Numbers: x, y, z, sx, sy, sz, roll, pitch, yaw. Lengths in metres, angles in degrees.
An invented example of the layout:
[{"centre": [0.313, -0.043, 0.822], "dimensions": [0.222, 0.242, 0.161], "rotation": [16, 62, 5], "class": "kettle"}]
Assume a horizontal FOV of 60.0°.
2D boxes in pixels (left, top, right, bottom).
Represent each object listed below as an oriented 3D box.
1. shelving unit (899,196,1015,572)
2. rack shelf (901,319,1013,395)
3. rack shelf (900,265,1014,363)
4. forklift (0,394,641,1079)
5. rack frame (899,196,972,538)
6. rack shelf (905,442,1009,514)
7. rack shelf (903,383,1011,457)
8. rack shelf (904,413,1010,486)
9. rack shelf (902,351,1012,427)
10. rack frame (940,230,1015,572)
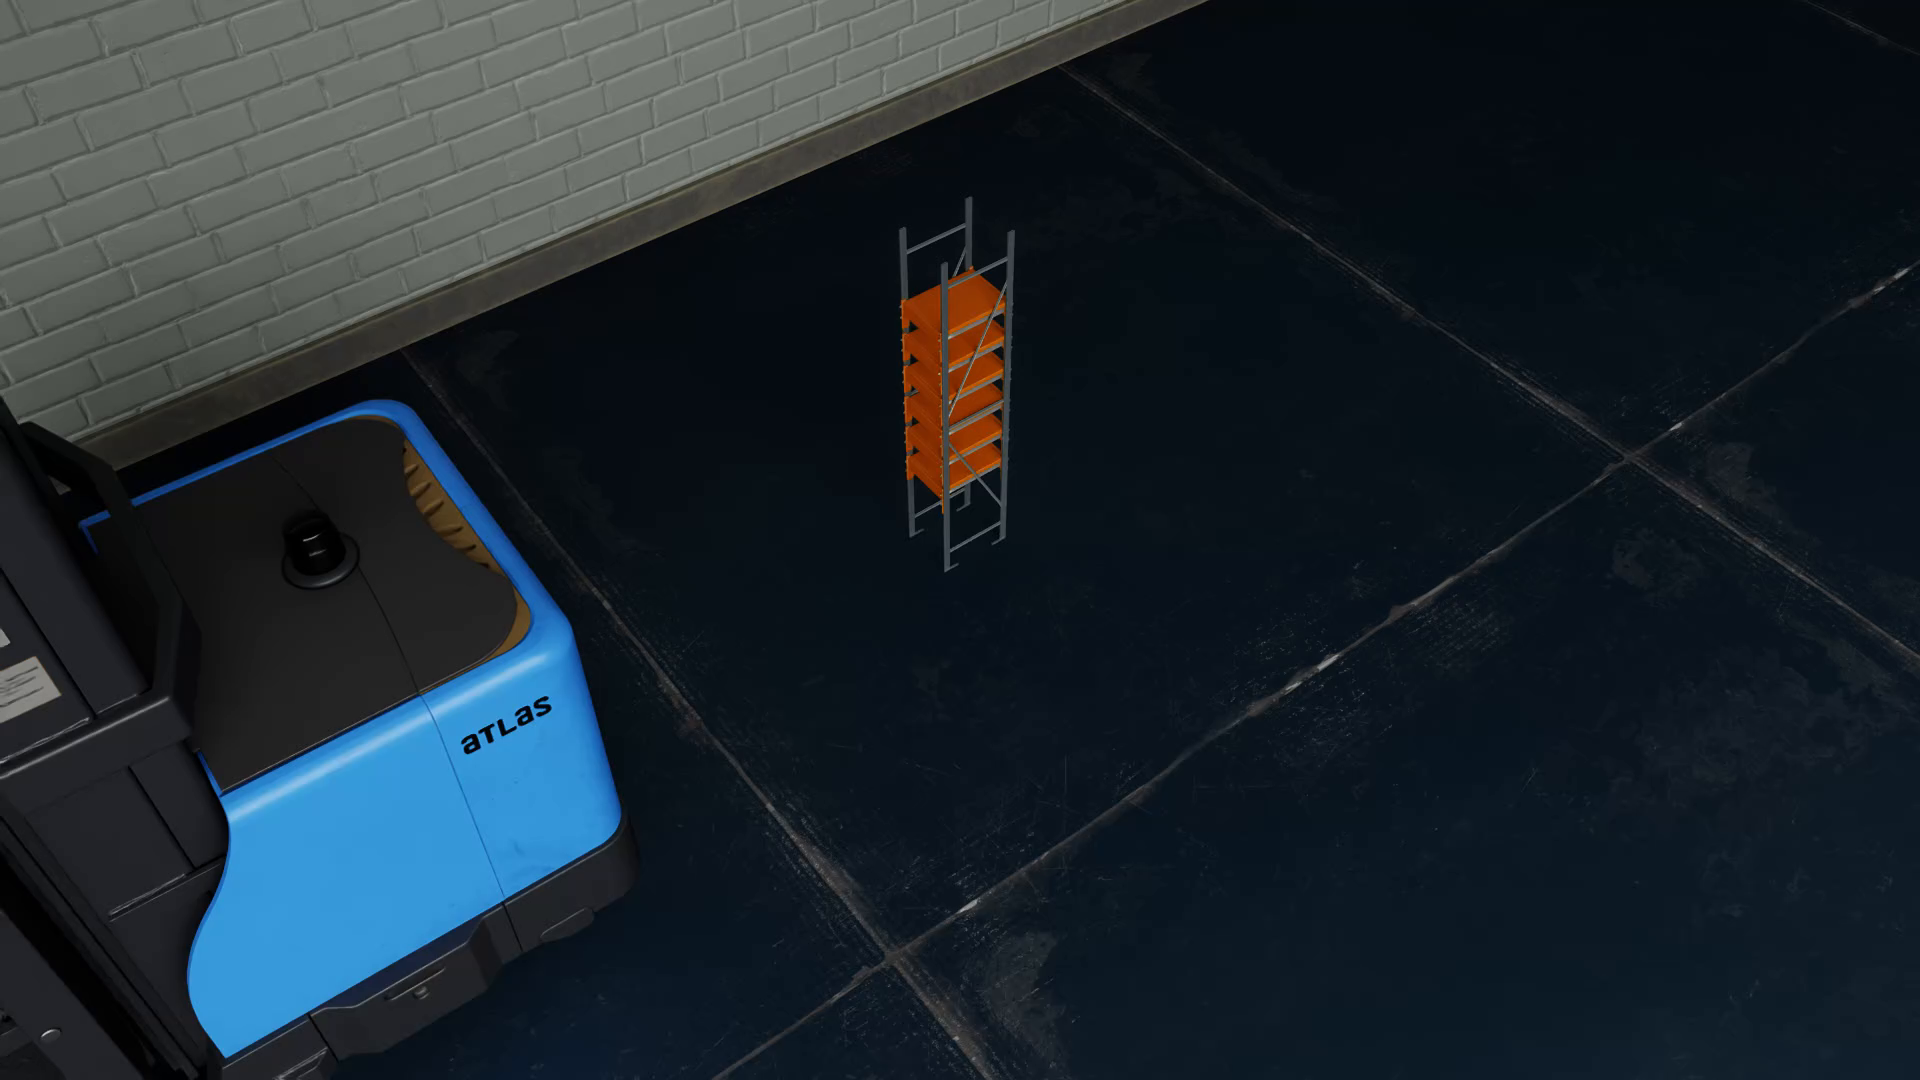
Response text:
[{"centre": [-0.009, -0.412, 4.813], "dimensions": [0.258, 1.200, 0.189], "rotation": [-29, 54, -24], "class": "shelving unit"}, {"centre": [-0.009, -0.543, 4.668], "dimensions": [0.258, 0.103, 0.180], "rotation": [-29, 54, -24], "class": "rack shelf"}, {"centre": [-0.009, -0.623, 4.579], "dimensions": [0.258, 0.103, 0.180], "rotation": [-29, 54, -24], "class": "rack shelf"}, {"centre": [-2.330, 0.291, 3.008], "dimensions": [3.031, 2.935, 1.130], "rotation": [-28, 54, -23], "class": "forklift"}, {"centre": [-0.064, -0.465, 4.862], "dimensions": [0.240, 1.200, 0.006], "rotation": [-29, 54, -24], "class": "rack frame"}, {"centre": [-0.009, -0.220, 5.024], "dimensions": [0.258, 0.103, 0.180], "rotation": [-29, 54, -24], "class": "rack shelf"}, {"centre": [-0.009, -0.382, 4.846], "dimensions": [0.258, 0.103, 0.180], "rotation": [-29, 54, -24], "class": "rack shelf"}, {"centre": [-0.009, -0.301, 4.935], "dimensions": [0.258, 0.103, 0.180], "rotation": [-29, 54, -24], "class": "rack shelf"}, {"centre": [-0.009, -0.462, 4.757], "dimensions": [0.258, 0.103, 0.180], "rotation": [-29, 54, -24], "class": "rack shelf"}, {"centre": [0.047, -0.358, 4.764], "dimensions": [0.240, 1.200, 0.006], "rotation": [-29, 54, -24], "class": "rack frame"}]
